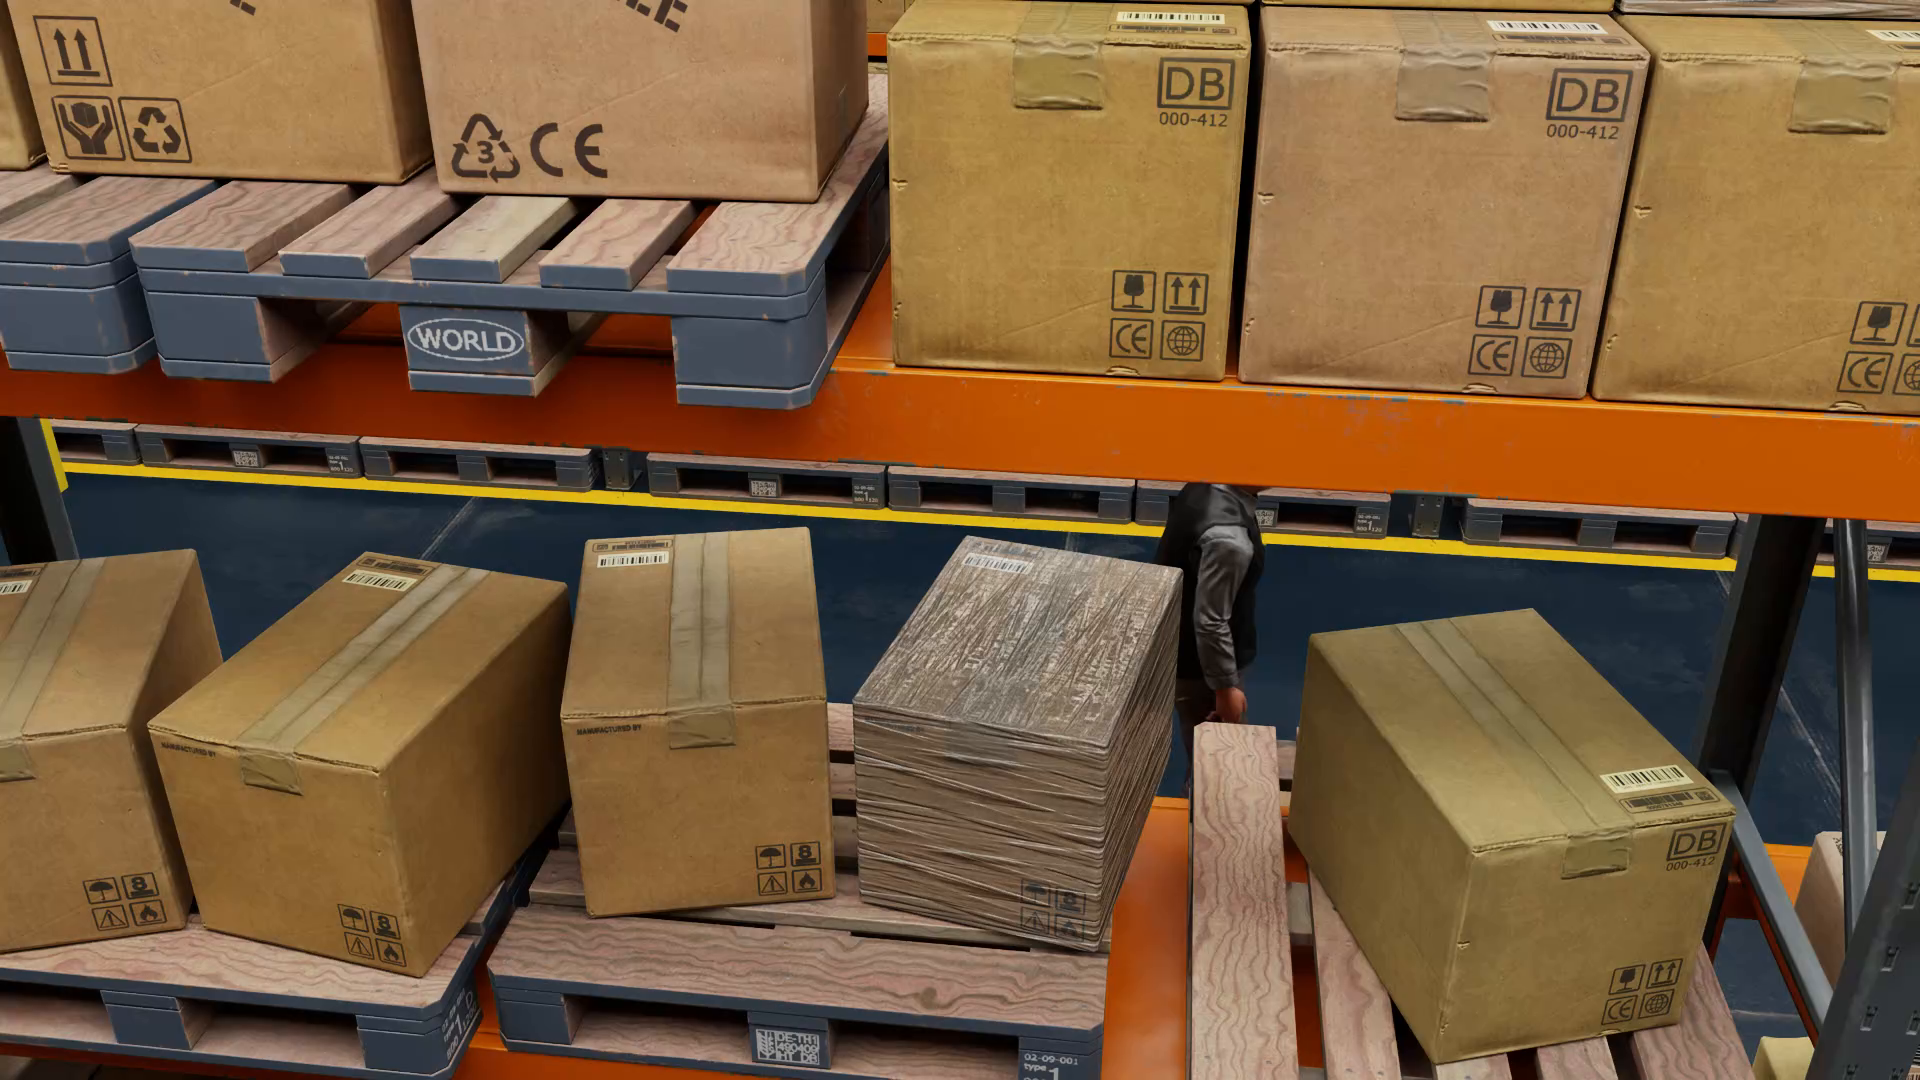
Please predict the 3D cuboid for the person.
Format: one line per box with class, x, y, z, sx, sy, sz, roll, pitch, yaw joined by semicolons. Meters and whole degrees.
person;0.838;0.381;5.437;0.461;1.721;0.581;3;28;6
